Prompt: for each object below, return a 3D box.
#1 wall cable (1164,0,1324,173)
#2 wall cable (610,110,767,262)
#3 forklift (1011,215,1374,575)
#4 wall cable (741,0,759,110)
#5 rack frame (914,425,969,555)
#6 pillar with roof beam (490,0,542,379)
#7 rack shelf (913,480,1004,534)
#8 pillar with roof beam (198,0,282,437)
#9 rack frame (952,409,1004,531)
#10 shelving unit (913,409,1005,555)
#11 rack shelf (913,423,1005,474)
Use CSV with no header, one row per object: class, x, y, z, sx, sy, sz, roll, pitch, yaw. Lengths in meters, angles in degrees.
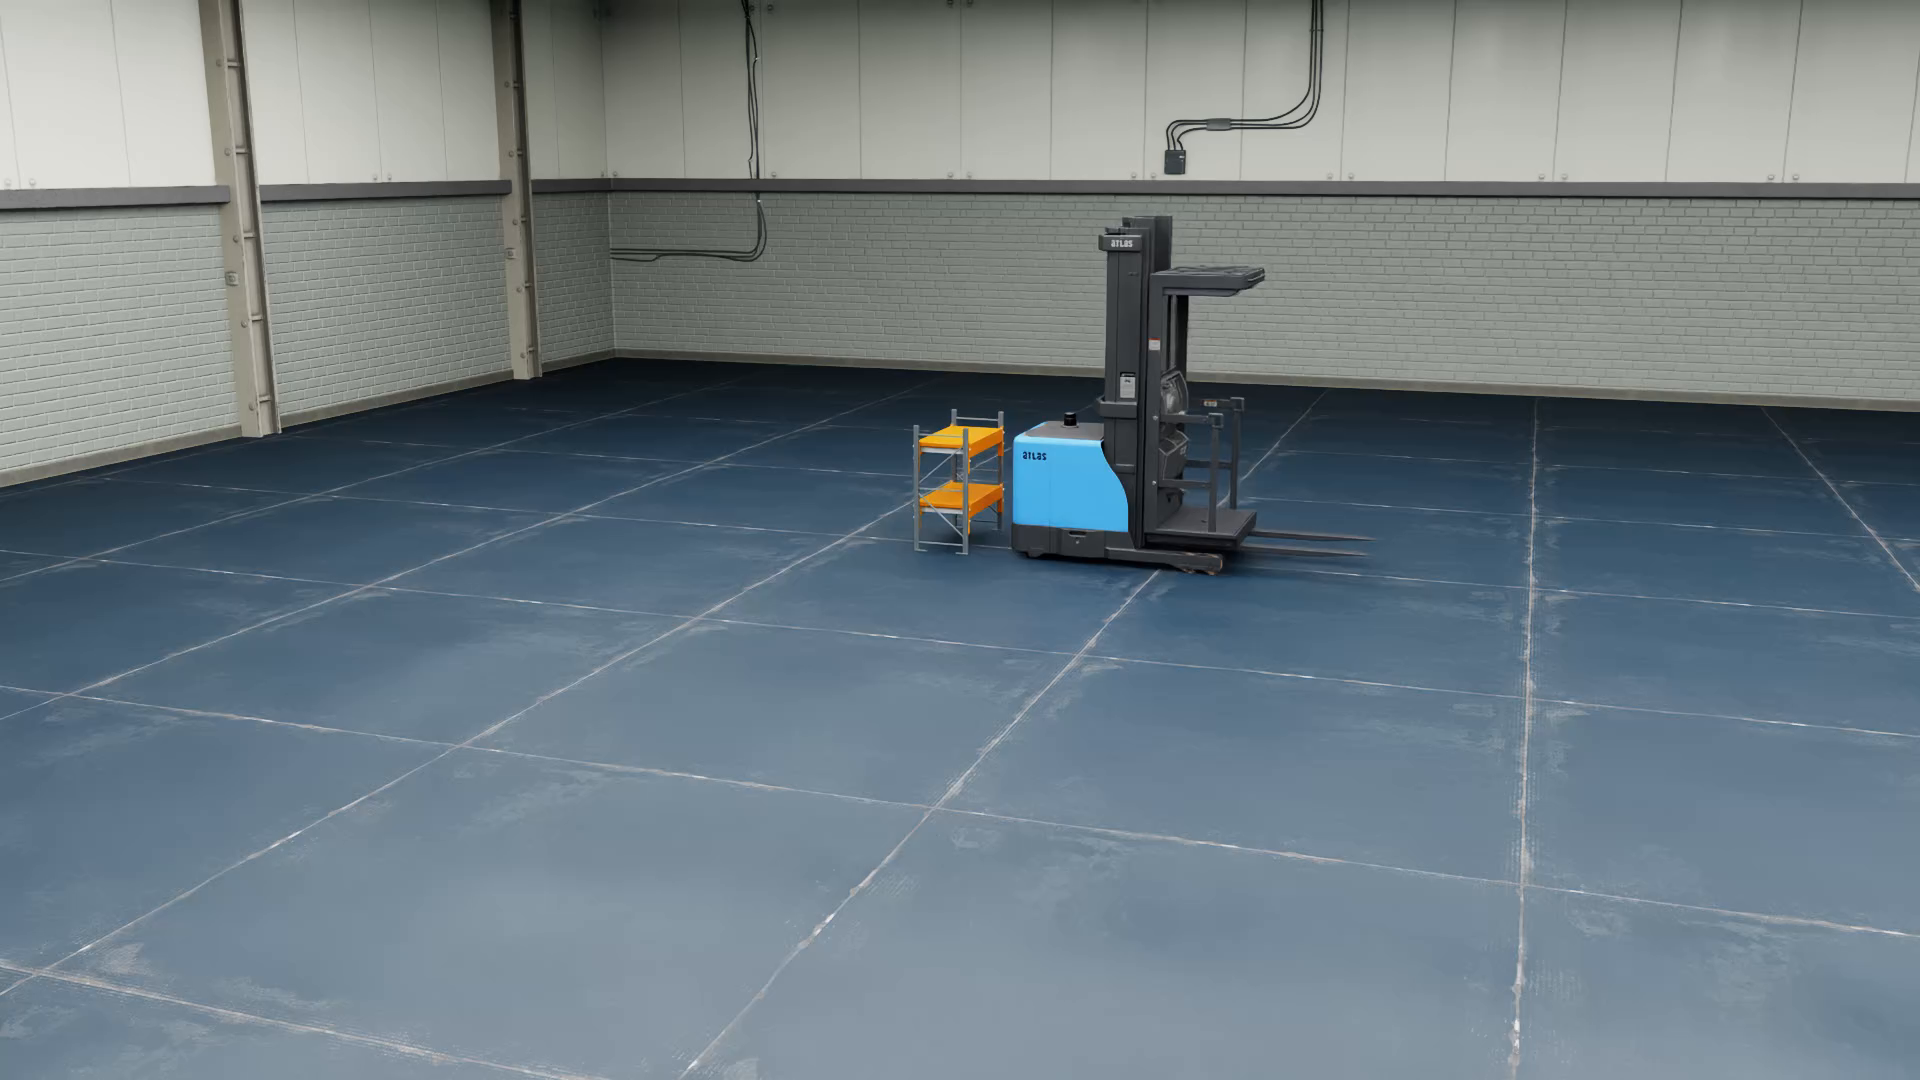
wall cable,4.244,-8.488,24.572,2.305,6.003,0.169,4,14,18
wall cable,-4.733,-6.003,28.305,3.097,2.526,0.112,4,14,18
forklift,2.024,-1.269,14.224,3.031,2.935,1.130,4,14,19
wall cable,-2.174,-8.270,26.890,3.097,2.526,0.112,4,14,18
rack frame,-0.167,-0.440,14.650,0.500,1.125,0.032,4,14,18
pillar with roof beam,-2.864,-6.682,24.301,9.100,9.000,0.400,4,14,18
rack shelf,-0.002,-0.309,15.173,0.538,0.278,1.000,4,14,18
pillar with roof beam,-4.806,-5.418,18.766,9.100,9.000,0.400,4,14,18
rack frame,0.162,-0.654,15.588,0.500,1.125,0.032,4,14,18
shelving unit,-0.002,-0.547,15.119,0.538,1.125,1.048,4,14,18
rack shelf,-0.002,-0.832,15.053,0.538,0.278,1.000,4,14,18
